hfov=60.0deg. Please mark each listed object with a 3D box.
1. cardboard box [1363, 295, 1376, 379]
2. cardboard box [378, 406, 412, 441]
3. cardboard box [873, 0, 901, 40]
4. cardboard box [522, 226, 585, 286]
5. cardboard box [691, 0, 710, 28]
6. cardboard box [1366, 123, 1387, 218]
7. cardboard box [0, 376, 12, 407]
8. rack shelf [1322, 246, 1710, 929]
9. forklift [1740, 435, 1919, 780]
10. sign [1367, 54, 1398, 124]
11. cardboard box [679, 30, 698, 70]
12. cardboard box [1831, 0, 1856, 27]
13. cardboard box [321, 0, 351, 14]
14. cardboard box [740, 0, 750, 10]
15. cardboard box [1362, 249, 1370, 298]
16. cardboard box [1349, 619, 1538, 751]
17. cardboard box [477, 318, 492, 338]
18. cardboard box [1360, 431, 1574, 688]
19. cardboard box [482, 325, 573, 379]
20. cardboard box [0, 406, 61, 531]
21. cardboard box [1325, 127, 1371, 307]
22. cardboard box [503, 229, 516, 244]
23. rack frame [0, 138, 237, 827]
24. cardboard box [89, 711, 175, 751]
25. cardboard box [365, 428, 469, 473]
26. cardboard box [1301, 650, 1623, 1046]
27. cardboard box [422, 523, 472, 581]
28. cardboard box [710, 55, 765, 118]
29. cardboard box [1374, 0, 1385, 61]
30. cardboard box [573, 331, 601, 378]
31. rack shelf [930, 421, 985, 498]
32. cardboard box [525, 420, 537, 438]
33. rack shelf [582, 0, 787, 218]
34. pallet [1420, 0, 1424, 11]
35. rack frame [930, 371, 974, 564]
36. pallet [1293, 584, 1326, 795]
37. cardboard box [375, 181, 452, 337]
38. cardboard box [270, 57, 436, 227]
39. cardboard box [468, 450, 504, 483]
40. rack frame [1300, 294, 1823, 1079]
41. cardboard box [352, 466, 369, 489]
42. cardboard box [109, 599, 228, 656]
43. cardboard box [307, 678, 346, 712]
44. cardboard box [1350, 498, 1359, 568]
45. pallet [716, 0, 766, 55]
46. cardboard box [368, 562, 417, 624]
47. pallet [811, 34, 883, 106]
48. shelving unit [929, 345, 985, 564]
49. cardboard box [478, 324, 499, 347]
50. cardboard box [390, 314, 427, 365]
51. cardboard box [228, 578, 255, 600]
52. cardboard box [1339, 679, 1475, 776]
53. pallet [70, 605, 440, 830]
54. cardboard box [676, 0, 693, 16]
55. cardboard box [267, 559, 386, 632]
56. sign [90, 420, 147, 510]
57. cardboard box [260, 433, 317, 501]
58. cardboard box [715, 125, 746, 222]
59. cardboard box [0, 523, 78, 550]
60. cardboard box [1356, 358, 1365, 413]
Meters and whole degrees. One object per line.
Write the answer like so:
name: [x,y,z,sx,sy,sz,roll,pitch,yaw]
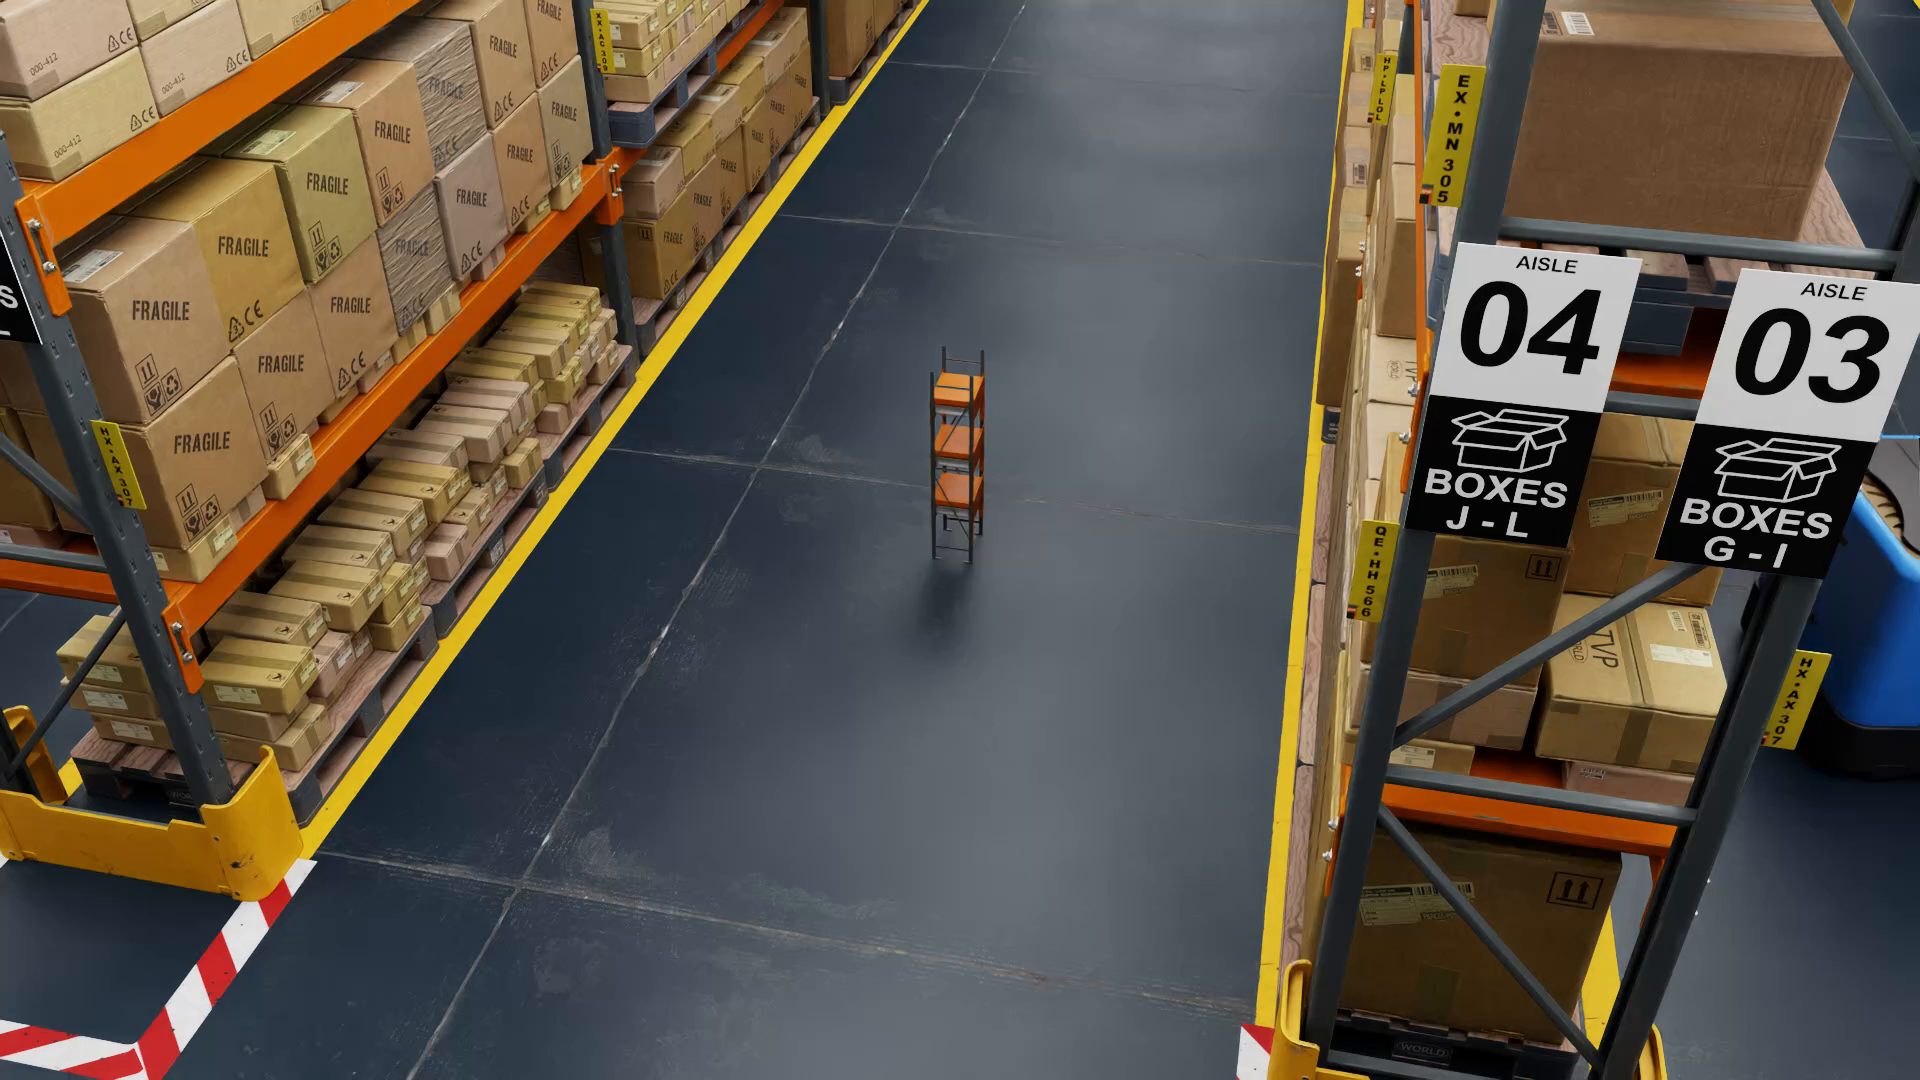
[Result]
cardboard box: [1.900,-0.808,6.684,0.500,0.250,0.500,8,37,11]
cardboard box: [-2.895,-0.576,8.053,0.380,0.149,0.250,6,36,8]
cardboard box: [-1.095,-4.639,13.654,1.050,0.750,0.750,8,37,11]
cardboard box: [-2.439,-1.861,10.034,0.500,0.500,0.500,7,36,9]
cardboard box: [-1.654,-3.050,9.505,0.380,0.149,0.250,6,36,8]
cardboard box: [2.306,-1.910,8.244,0.500,0.500,0.500,7,37,10]
cardboard box: [-3.351,-0.813,5.625,0.500,0.500,0.500,7,36,9]
rack shelf: [2.046,-0.130,6.486,1.077,0.370,4.000,7,37,10]
forklift: [5.071,-0.474,6.406,3.031,2.935,1.130,0,36,1]
sign: [1.941,-2.067,7.626,0.100,0.325,0.005,7,37,10]
cardboard box: [-1.707,-2.786,9.394,0.380,0.149,0.250,8,37,10]
cardboard box: [1.915,-1.352,4.475,0.700,0.500,0.500,6,36,8]
cardboard box: [-2.525,-2.226,6.337,0.500,0.250,0.500,7,37,10]
cardboard box: [-1.487,-3.377,10.210,0.380,0.149,0.250,6,36,8]
cardboard box: [2.029,-1.187,7.546,0.380,0.149,0.250,6,36,8]
cardboard box: [1.463,0.355,5.079,0.500,0.250,0.500,7,36,9]
cardboard box: [-2.744,-1.182,8.889,0.380,0.149,0.250,9,37,12]
cardboard box: [1.466,0.050,4.860,0.500,0.500,0.500,8,37,11]
cardboard box: [-2.235,-0.972,8.600,0.380,0.149,0.250,7,37,10]
cardboard box: [-3.361,-0.405,5.914,0.500,0.500,0.500,8,37,11]
cardboard box: [2.780,-1.759,9.574,1.225,0.875,0.875,6,36,8]
cardboard box: [-2.369,-1.506,7.986,0.380,0.149,0.250,6,36,9]
rack frame: [-3.205,0.046,5.630,1.000,3.000,0.127,7,37,10]
cardboard box: [-3.297,0.702,6.796,0.380,0.149,0.250,8,37,11]
cardboard box: [-2.540,-0.381,7.785,0.380,0.149,0.250,7,37,10]
cardboard box: [1.677,1.039,5.713,0.875,0.875,0.875,7,37,10]
cardboard box: [-2.497,0.044,7.705,0.380,0.149,0.250,6,36,8]
cardboard box: [-1.608,-2.997,10.962,0.500,0.250,0.500,8,37,11]
cardboard box: [2.744,-3.067,9.840,0.500,0.500,0.500,7,36,9]
cardboard box: [-2.153,-1.006,8.900,0.380,0.149,0.250,6,36,8]
rack shelf: [-0.011,-0.386,7.906,0.215,0.259,0.240,7,37,10]
cardboard box: [-2.407,-0.561,8.540,0.380,0.149,0.250,6,36,9]
rack shelf: [-1.924,-3.102,10.588,1.077,0.370,4.000,7,37,10]
pallet: [2.288,-2.278,6.357,1.003,0.211,1.213,7,37,10]
rack frame: [-0.037,-0.324,7.803,0.200,1.050,0.008,7,37,10]
pallet: [1.976,0.689,7.119,1.003,0.211,1.213,7,37,10]
cardboard box: [-2.530,-1.220,7.038,0.500,0.500,0.500,6,36,9]
cardboard box: [-2.510,-1.622,6.741,0.500,0.500,0.500,6,36,8]
cardboard box: [-2.455,-0.419,8.090,0.380,0.149,0.250,6,36,8]
rack frame: [1.619,0.726,4.693,1.000,3.000,0.127,7,37,10]
cardboard box: [-3.060,-0.331,7.969,0.380,0.149,0.250,8,37,10]
cardboard box: [-3.230,0.317,6.821,0.380,0.149,0.250,8,37,11]
cardboard box: [-2.805,0.610,6.924,0.380,0.149,0.250,7,37,10]
cardboard box: [1.590,-0.004,5.913,0.380,0.149,0.250,7,36,9]
pallet: [-1.879,-3.323,10.442,1.003,0.211,1.213,7,37,10]
cardboard box: [-2.602,0.207,7.226,0.380,0.149,0.250,8,37,11]
pallet: [-1.255,-3.854,13.387,1.003,0.211,1.213,7,37,10]
shelving unit: [-0.011,-0.394,7.900,0.215,1.050,0.252,7,37,10]
cardboard box: [-2.707,-1.059,8.973,0.380,0.149,0.250,8,37,10]
cardboard box: [-2.533,-0.898,7.146,0.380,0.149,0.250,9,37,12]
cardboard box: [-3.262,0.273,7.135,0.380,0.149,0.250,6,36,8]
cardboard box: [1.373,0.582,5.105,0.380,0.149,0.250,8,37,11]
pallet: [-2.981,0.670,7.145,1.003,0.211,1.213,7,37,10]
cardboard box: [-1.707,-3.032,9.226,0.380,0.149,0.250,8,37,10]
cardboard box: [-2.641,0.230,6.941,0.380,0.149,0.250,7,37,10]
sign: [-2.675,-0.237,5.283,0.100,0.325,0.005,7,37,10]
cardboard box: [-2.692,-0.295,6.316,0.380,0.149,0.250,6,36,9]
cardboard box: [-1.724,-2.401,10.779,0.500,0.500,0.500,8,37,11]
cardboard box: [-3.412,-0.075,6.011,0.380,0.149,0.250,7,37,10]
cardboard box: [1.808,-0.595,6.729,0.380,0.149,0.250,8,37,11]
